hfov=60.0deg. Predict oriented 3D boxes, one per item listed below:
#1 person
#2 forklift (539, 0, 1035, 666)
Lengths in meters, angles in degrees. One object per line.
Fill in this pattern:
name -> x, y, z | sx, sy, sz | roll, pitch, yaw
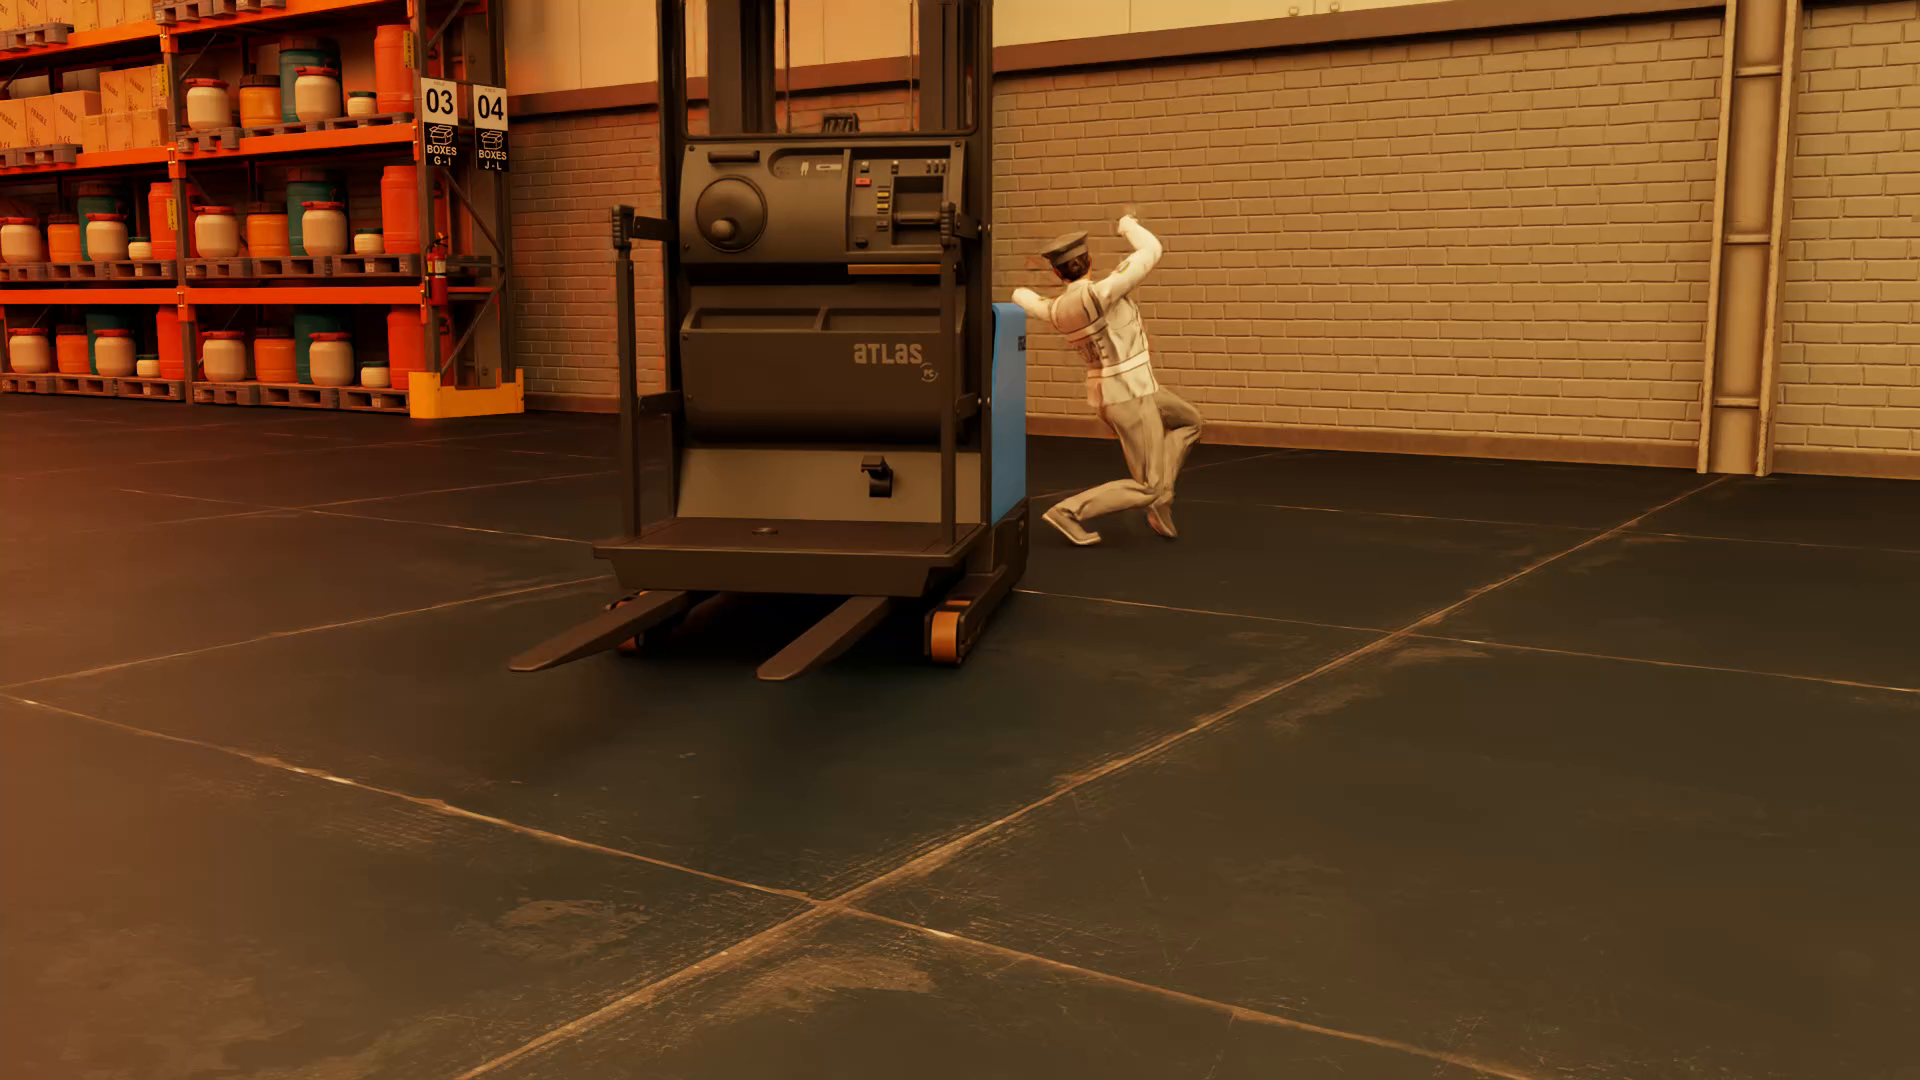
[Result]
person -> 0.915, -0.666, 7.470 | 0.891, 1.441, 0.610 | -4, 9, -27
forklift -> -0.450, -1.155, 5.317 | 1.130, 2.935, 3.031 | 1, 8, 9
